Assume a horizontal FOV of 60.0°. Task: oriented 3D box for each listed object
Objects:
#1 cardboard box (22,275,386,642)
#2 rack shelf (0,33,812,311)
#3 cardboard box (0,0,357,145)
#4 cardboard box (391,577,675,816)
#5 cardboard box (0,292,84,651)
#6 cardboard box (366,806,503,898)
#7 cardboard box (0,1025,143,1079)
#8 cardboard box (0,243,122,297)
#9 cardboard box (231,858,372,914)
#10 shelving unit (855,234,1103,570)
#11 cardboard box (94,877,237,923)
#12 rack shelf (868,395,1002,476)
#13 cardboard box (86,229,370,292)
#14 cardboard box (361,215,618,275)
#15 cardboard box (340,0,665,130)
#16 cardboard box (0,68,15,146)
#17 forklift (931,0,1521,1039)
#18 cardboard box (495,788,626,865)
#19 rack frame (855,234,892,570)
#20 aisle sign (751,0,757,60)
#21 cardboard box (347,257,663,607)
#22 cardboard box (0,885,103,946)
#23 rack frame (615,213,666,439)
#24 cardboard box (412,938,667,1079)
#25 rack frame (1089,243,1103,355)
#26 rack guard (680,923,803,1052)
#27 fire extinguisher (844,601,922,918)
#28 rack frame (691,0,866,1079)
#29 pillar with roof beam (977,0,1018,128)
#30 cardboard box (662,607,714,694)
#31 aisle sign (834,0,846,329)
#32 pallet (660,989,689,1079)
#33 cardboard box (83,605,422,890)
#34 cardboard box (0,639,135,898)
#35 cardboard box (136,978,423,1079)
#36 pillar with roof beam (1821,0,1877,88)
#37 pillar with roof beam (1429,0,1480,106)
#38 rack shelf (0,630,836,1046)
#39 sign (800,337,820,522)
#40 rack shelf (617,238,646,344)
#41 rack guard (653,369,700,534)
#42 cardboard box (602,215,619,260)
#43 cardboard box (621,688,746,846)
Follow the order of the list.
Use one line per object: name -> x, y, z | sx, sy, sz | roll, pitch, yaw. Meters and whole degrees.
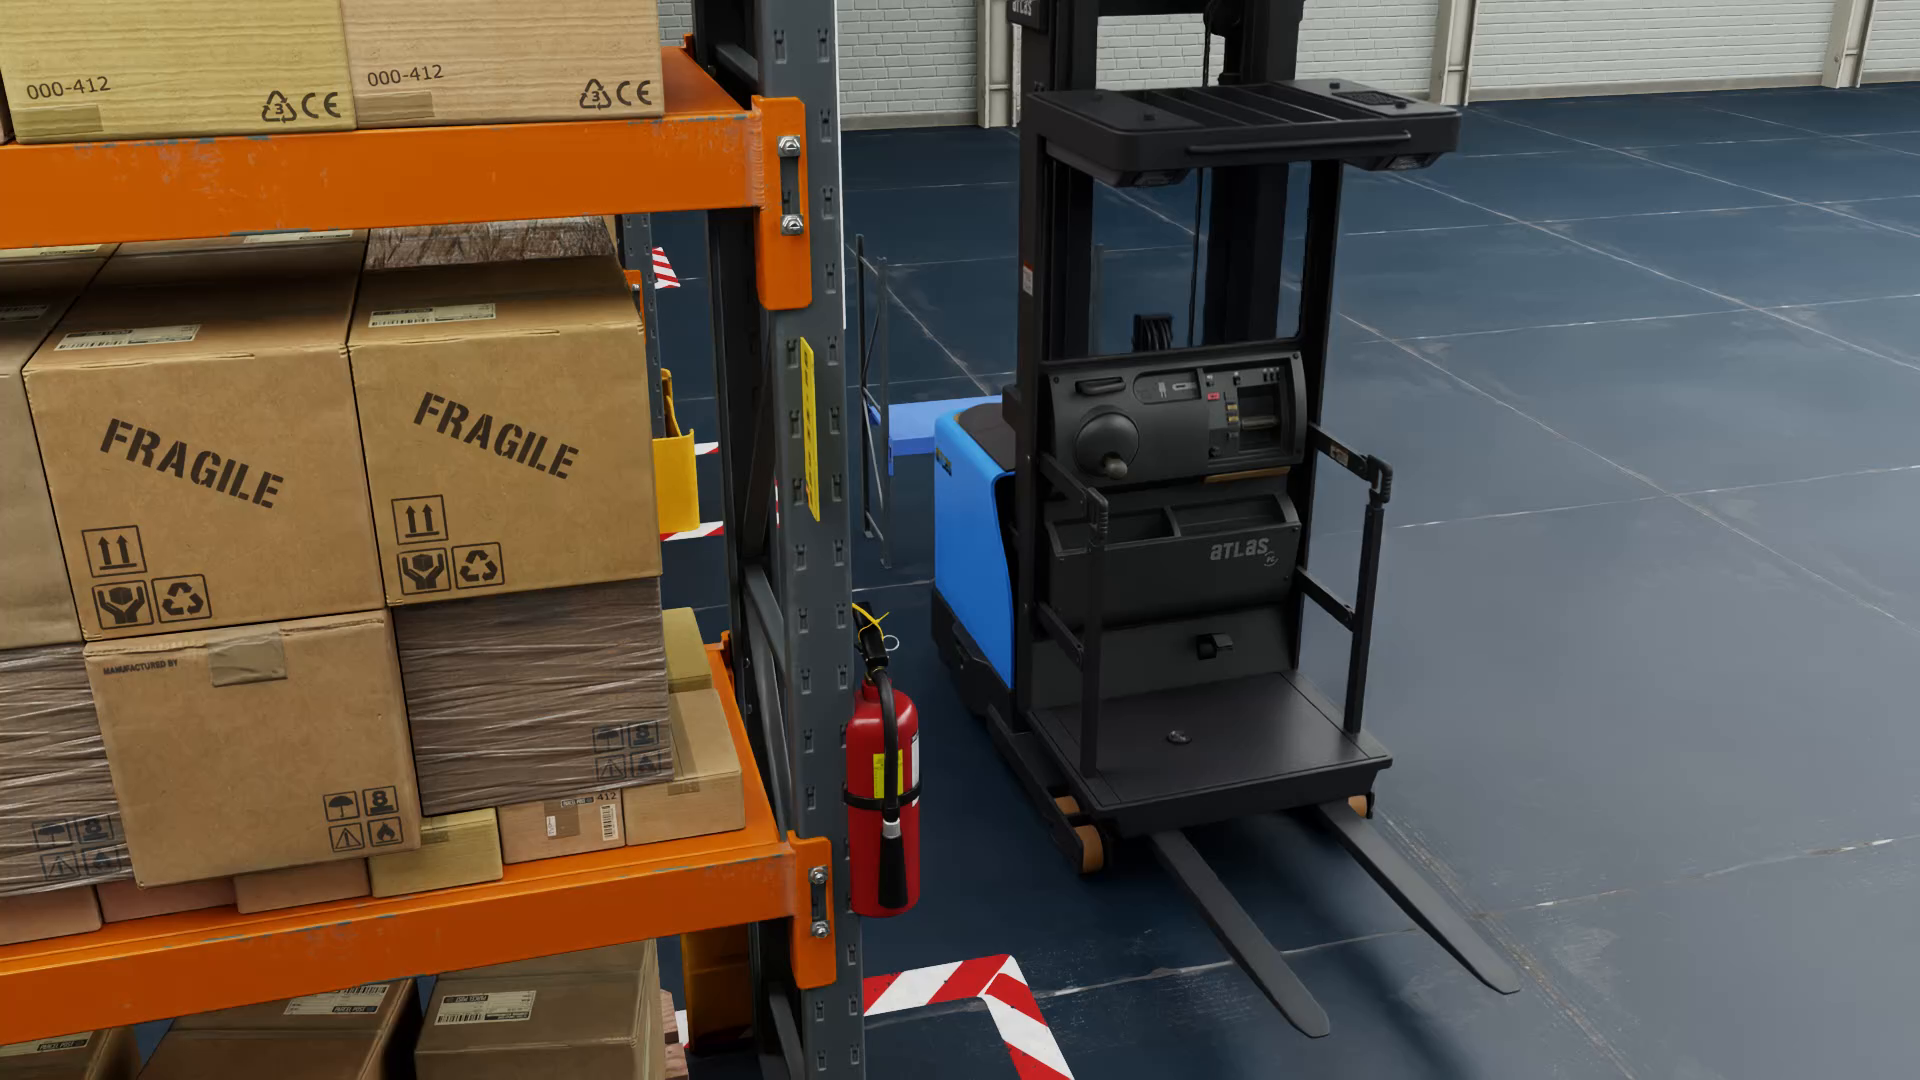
cardboard box -> -1.348, -0.171, 3.071 | 0.500, 0.500, 0.500 | -6, 24, -14
rack shelf -> -2.331, -0.571, 2.885 | 4.000, 0.370, 1.077 | -6, 24, -14
cardboard box -> -1.281, -0.844, 2.799 | 0.500, 0.250, 0.500 | -6, 24, -14
cardboard box -> -0.942, 0.129, 3.641 | 0.500, 0.500, 0.875 | -6, 24, -14
cardboard box -> -1.830, -0.118, 2.950 | 0.500, 0.500, 0.500 | -6, 24, -14
cardboard box -> -1.092, 0.560, 3.458 | 0.250, 0.149, 0.380 | -6, 24, -14
cardboard box -> -2.185, 1.416, 3.784 | 0.500, 0.500, 0.500 | -4, 24, -9
cardboard box -> -1.973, -0.319, 3.417 | 0.500, 0.500, 0.500 | -6, 24, -14
cardboard box -> -1.336, 0.581, 3.410 | 0.250, 0.149, 0.380 | -6, 24, -14
shelving unit -> 0.082, -0.698, 7.975 | 1.048, 1.500, 0.538 | -6, 24, -14
cardboard box -> -1.588, 0.592, 3.385 | 0.250, 0.149, 0.380 | -6, 24, -14
rack shelf -> 0.082, -0.533, 8.046 | 1.000, 0.185, 0.538 | -6, 24, -14
cardboard box -> -1.492, -0.373, 3.543 | 0.500, 0.500, 0.500 | -6, 24, -14
cardboard box -> -1.008, -0.423, 3.660 | 0.500, 0.500, 0.500 | -6, 24, -14
cardboard box -> -0.801, -0.898, 2.925 | 0.500, 0.250, 0.500 | -6, 24, -13
cardboard box -> -1.776, -0.792, 2.679 | 0.500, 0.250, 0.500 | -6, 24, -13
forklift -> 0.813, -0.395, 5.454 | 1.130, 2.935, 3.031 | -7, 24, -16
cardboard box -> -0.865, 0.514, 3.566 | 0.250, 0.149, 0.380 | -6, 24, -14
rack frame -> -0.407, -0.644, 7.849 | 0.032, 1.500, 0.500 | -6, 24, -14
aisle sign -> -0.427, -1.051, 3.600 | 0.004, 0.787, 0.394 | -6, 24, -14
cardboard box -> -0.868, -0.226, 3.201 | 0.500, 0.500, 0.500 | -6, 24, -14
cardboard box -> -1.823, 0.627, 3.303 | 0.250, 0.149, 0.380 | -6, 24, -14
rack frame -> -1.648, -1.630, 8.245 | 0.127, 3.000, 1.000 | -6, 24, -14
cardboard box -> -1.011, 1.280, 4.101 | 0.500, 0.500, 0.500 | -2, 23, -5
rack frame -> 0.572, -0.752, 8.102 | 0.032, 1.500, 0.500 | -6, 24, -14
rack guard -> -0.478, 1.421, 4.305 | 0.348, 0.500, 1.175 | -6, 24, -14
fire extinguisher -> -0.171, 0.462, 3.467 | 0.183, 0.674, 0.296 | -6, 24, -14
rack frame -> -0.405, 0.264, 3.831 | 0.127, 3.000, 1.000 | -6, 24, -14
pillar with roof beam -> 1.599, -7.412, 14.113 | 0.400, 9.000, 9.100 | -6, 24, -14
cardboard box -> -0.744, 0.319, 4.021 | 0.250, 0.149, 0.380 | -6, 24, -14
aisle sign -> -0.265, -0.824, 3.069 | 0.004, 0.787, 0.394 | -6, 24, -14
pallet -> -1.270, 1.626, 4.192 | 1.213, 0.211, 1.003 | -6, 24, -14
cardboard box -> -1.391, 0.228, 3.410 | 0.500, 0.500, 0.875 | -6, 24, -14
cardboard box -> -1.884, 0.265, 3.325 | 0.500, 0.500, 0.875 | -6, 24, -14
cardboard box -> -1.577, 1.356, 3.923 | 0.500, 0.500, 0.500 | 0, 23, 0
pillar with roof beam -> 13.153, -8.691, 17.092 | 0.400, 9.000, 9.100 | -6, 24, -14
pillar with roof beam -> 7.376, -8.051, 15.602 | 0.400, 9.000, 9.100 | -6, 24, -14
rack shelf -> -2.331, 0.807, 3.477 | 4.000, 0.370, 1.077 | -6, 24, -14
sign -> -0.275, -0.201, 3.045 | 0.005, 0.325, 0.100 | -6, 24, -14
rack shelf -> -3.573, -1.087, 7.890 | 4.000, 0.370, 1.077 | -6, 24, -14
rack guard -> -1.625, -0.484, 8.744 | 0.348, 0.500, 1.175 | -6, 24, -14
cardboard box -> -1.993, -1.642, 8.083 | 0.550, 0.550, 0.875 | -6, 24, -14
cardboard box -> -0.624, 0.488, 3.628 | 0.250, 0.149, 0.380 | -6, 24, -14
